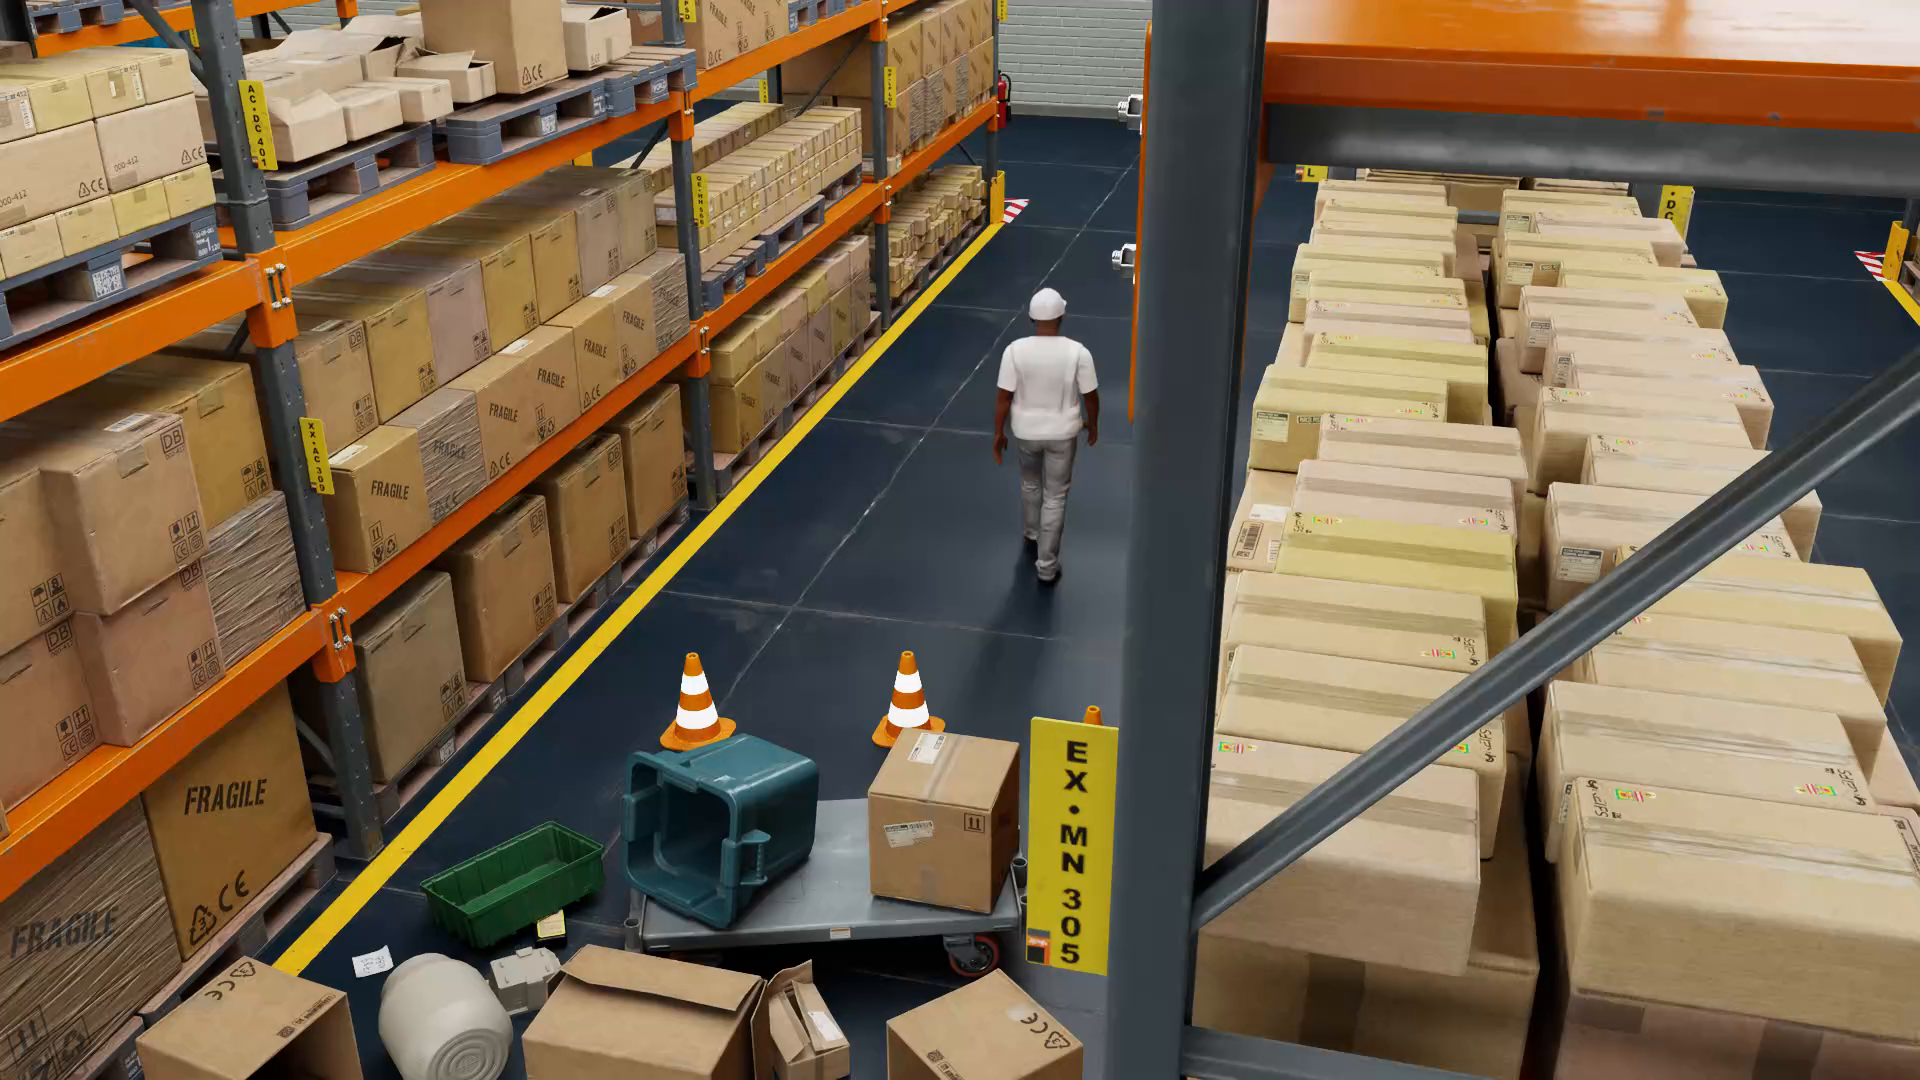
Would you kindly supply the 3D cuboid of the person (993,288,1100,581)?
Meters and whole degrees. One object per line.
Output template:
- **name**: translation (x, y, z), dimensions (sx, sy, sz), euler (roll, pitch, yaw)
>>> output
- **person**: translation (0.538, -0.679, 10.016), dimensions (0.606, 1.773, 0.826), euler (5, 26, 11)
